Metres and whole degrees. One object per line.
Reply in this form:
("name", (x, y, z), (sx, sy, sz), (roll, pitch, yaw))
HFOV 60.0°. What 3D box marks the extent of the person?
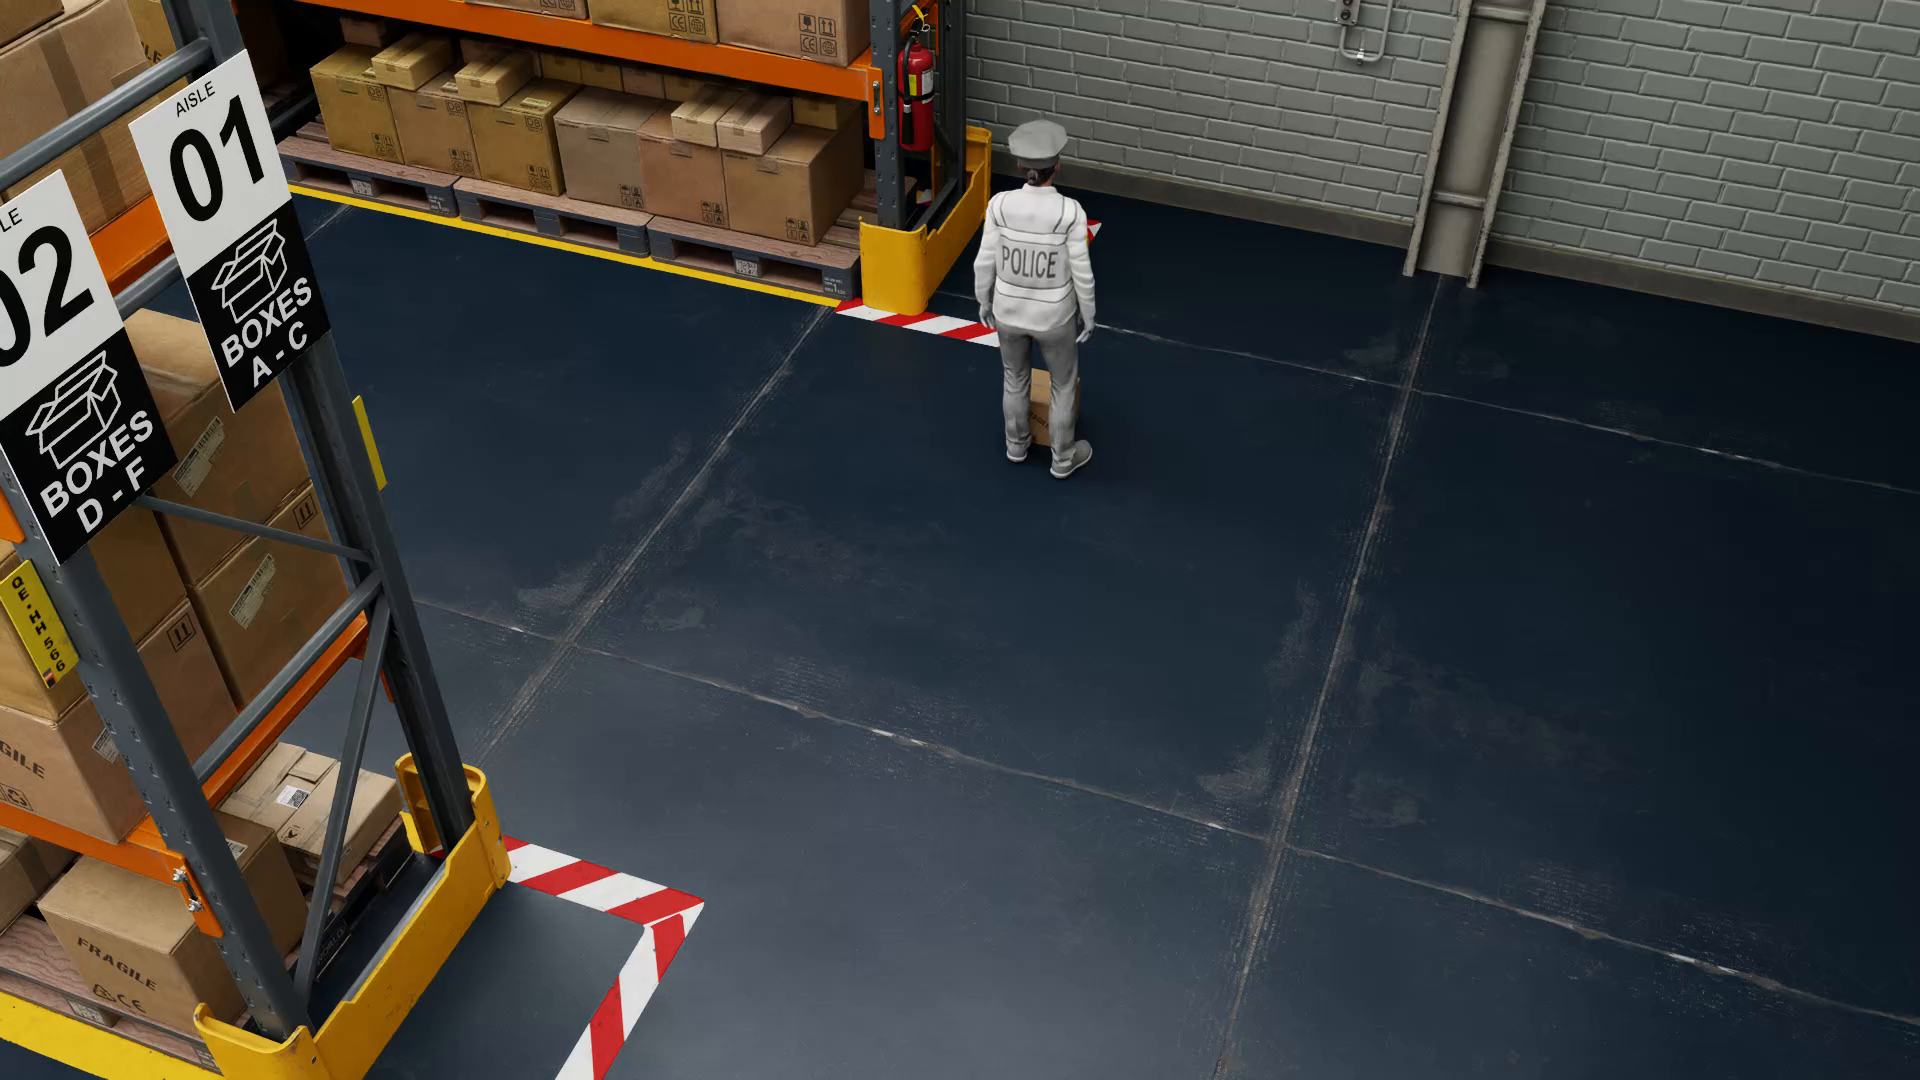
("person", (0.338, -1.015, 7.293), (0.546, 1.664, 0.414), (11, 43, 12))
